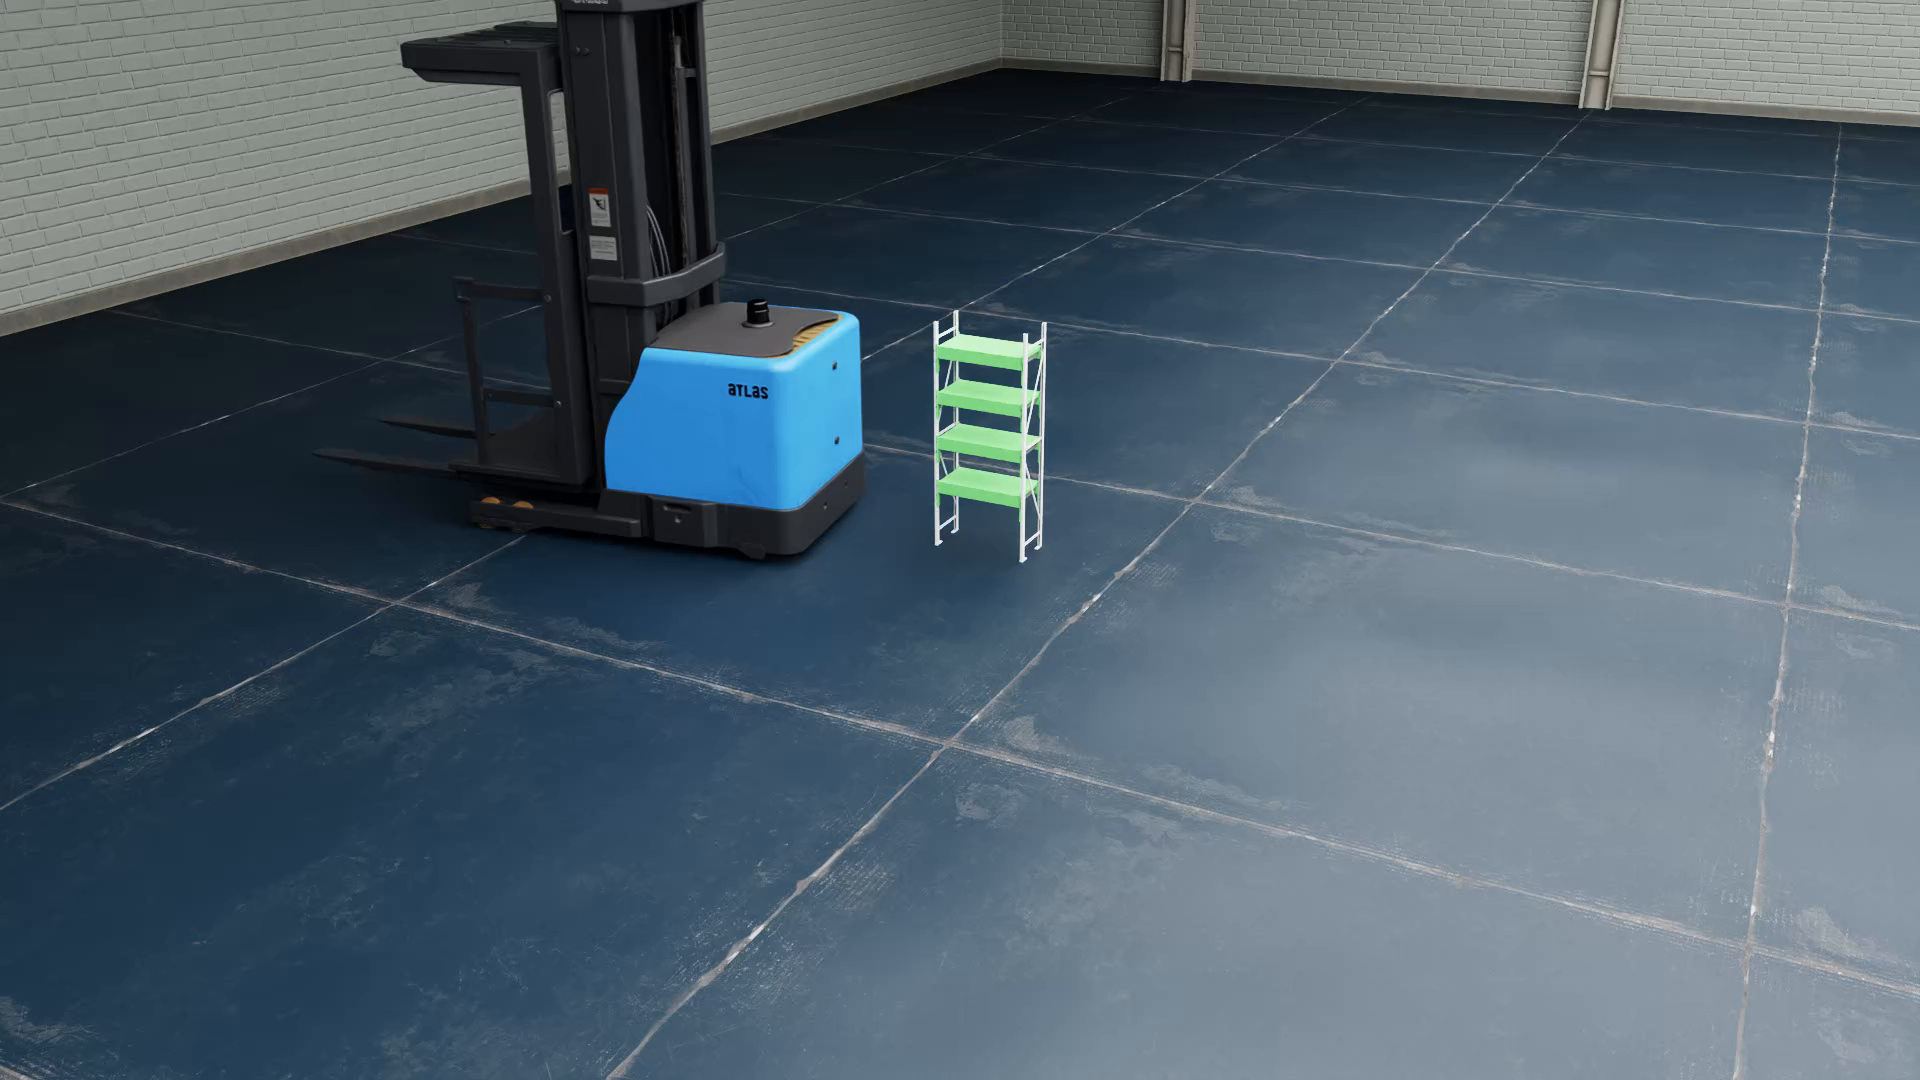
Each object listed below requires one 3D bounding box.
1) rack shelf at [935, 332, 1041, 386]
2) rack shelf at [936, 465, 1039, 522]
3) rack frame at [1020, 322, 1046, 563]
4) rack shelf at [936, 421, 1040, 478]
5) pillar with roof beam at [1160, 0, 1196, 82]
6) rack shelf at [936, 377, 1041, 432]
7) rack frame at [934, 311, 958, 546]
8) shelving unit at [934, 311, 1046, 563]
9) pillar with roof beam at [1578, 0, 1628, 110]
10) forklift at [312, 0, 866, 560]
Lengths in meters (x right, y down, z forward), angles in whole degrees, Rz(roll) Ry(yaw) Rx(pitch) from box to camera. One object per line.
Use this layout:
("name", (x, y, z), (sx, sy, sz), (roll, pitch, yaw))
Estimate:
("rack shelf", (0.148, -0.906, 8.284), (0.480, 0.148, 0.258), (11, 25, 25))
("rack shelf", (0.148, -0.243, 8.565), (0.480, 0.148, 0.258), (11, 25, 25))
("rack frame", (0.365, -0.480, 8.345), (0.015, 1.200, 0.240), (11, 25, 25))
("rack shelf", (0.148, -0.464, 8.471), (0.480, 0.148, 0.258), (11, 25, 25))
("pillar with roof beam", (1.310, -9.562, 19.735), (0.400, 9.000, 9.100), (11, 25, 25))
("rack shelf", (0.148, -0.685, 8.378), (0.480, 0.148, 0.258), (11, 25, 25))
("rack frame", (-0.070, -0.566, 8.548), (0.015, 1.200, 0.240), (11, 25, 25))
("shelving unit", (0.148, -0.523, 8.446), (0.503, 1.200, 0.258), (11, 25, 25))
("pillar with roof beam", (6.664, -8.502, 17.243), (0.400, 9.000, 9.100), (11, 25, 25))
("forklift", (-2.096, -1.573, 8.703), (3.031, 2.935, 1.130), (7, 24, 16))
